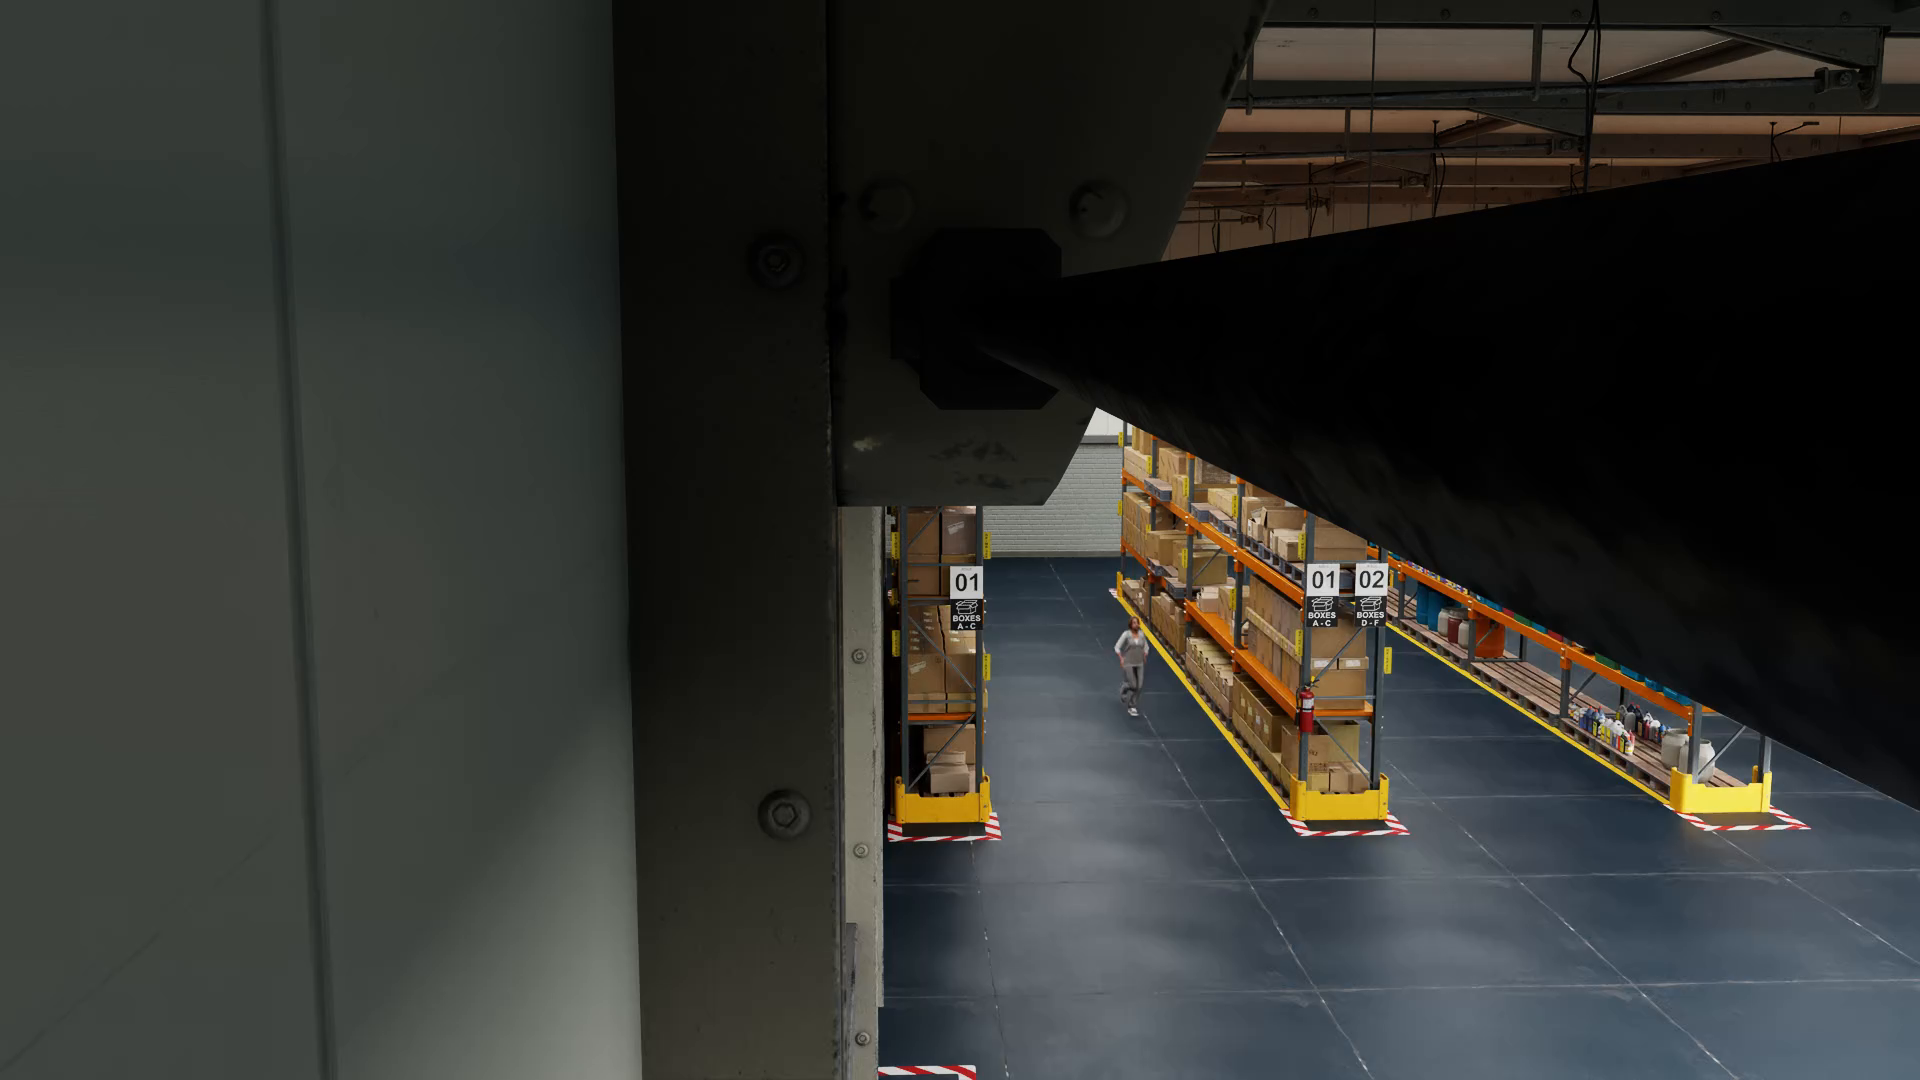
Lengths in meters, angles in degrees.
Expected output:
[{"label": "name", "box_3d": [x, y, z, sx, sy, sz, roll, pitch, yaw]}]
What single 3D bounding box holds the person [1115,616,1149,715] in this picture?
[{"label": "person", "box_3d": [2.694, 1.958, 25.846, 0.536, 1.536, 0.545, -2, 8, -15]}]
